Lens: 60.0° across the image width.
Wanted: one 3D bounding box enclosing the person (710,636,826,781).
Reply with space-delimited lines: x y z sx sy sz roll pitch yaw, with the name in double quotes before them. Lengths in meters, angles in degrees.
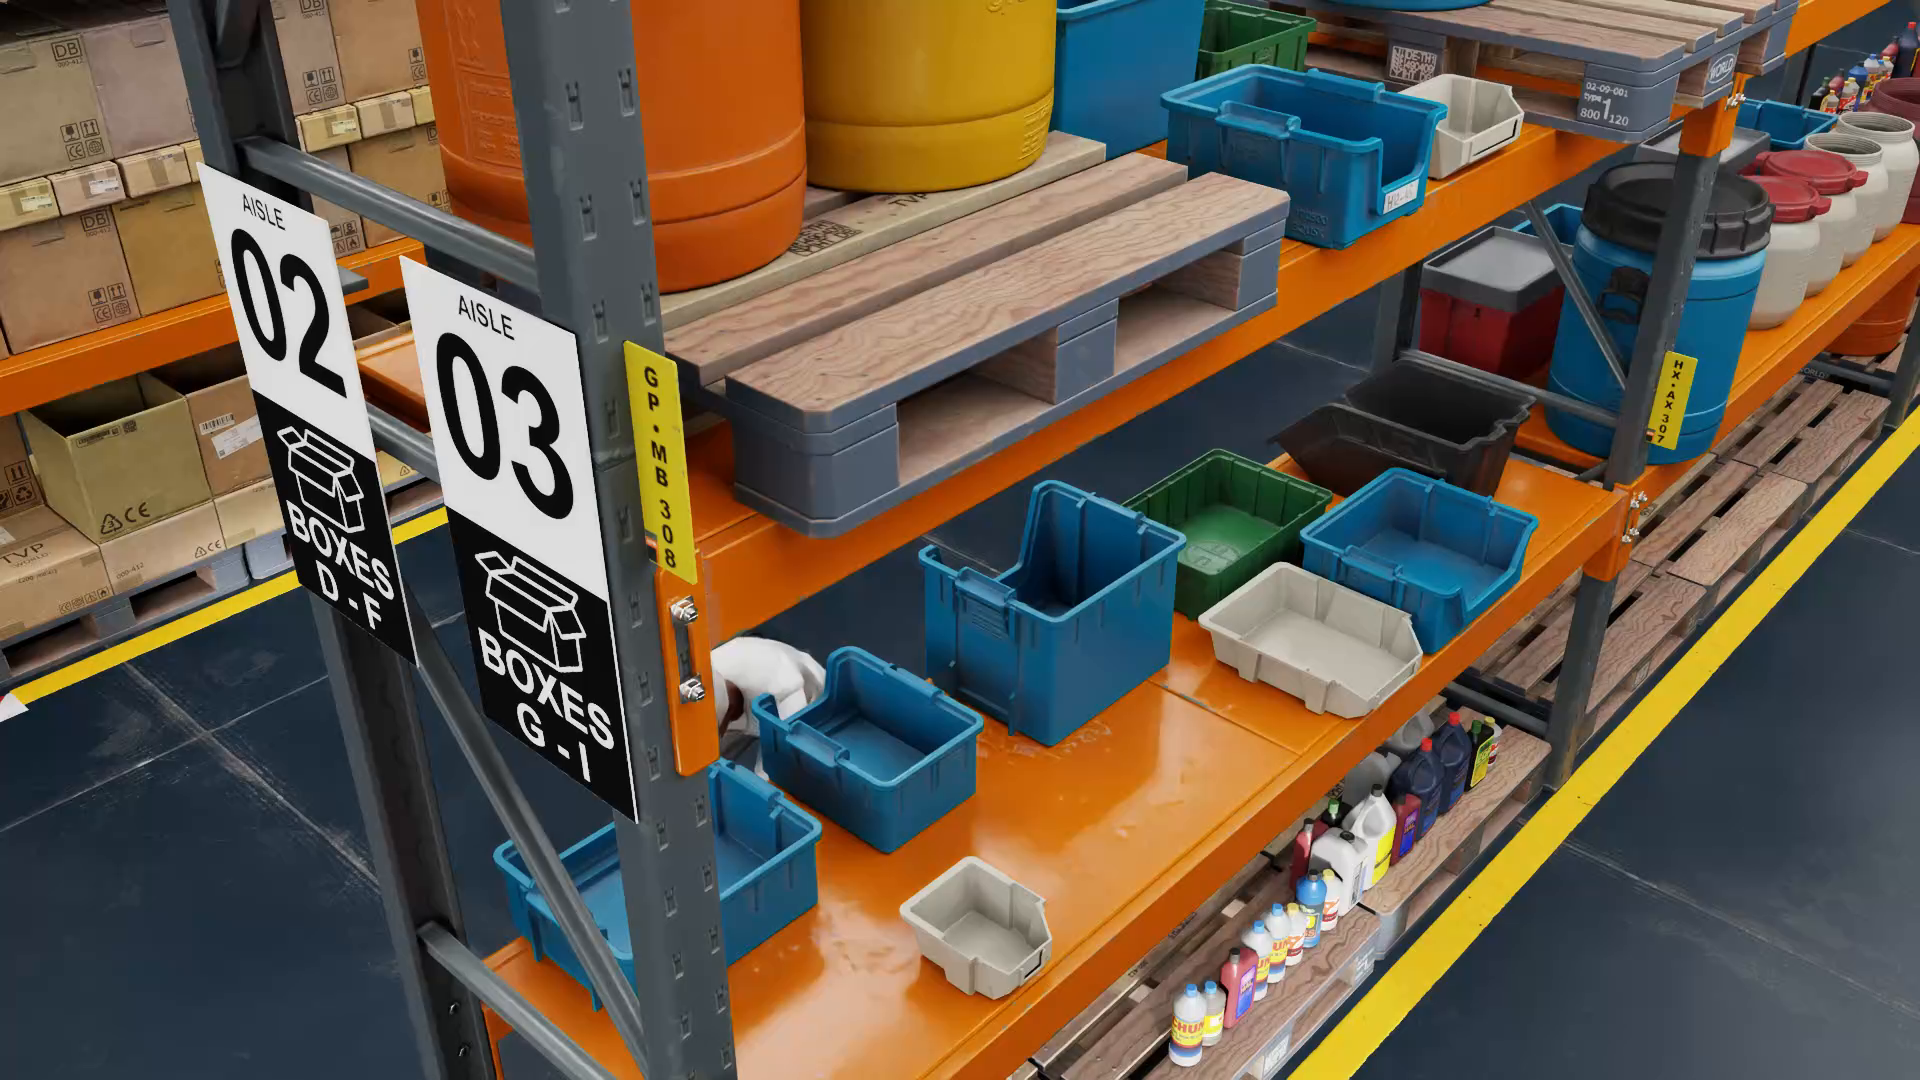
"person" -0.713 0.711 5.592 0.598 1.090 0.862 12 33 20
